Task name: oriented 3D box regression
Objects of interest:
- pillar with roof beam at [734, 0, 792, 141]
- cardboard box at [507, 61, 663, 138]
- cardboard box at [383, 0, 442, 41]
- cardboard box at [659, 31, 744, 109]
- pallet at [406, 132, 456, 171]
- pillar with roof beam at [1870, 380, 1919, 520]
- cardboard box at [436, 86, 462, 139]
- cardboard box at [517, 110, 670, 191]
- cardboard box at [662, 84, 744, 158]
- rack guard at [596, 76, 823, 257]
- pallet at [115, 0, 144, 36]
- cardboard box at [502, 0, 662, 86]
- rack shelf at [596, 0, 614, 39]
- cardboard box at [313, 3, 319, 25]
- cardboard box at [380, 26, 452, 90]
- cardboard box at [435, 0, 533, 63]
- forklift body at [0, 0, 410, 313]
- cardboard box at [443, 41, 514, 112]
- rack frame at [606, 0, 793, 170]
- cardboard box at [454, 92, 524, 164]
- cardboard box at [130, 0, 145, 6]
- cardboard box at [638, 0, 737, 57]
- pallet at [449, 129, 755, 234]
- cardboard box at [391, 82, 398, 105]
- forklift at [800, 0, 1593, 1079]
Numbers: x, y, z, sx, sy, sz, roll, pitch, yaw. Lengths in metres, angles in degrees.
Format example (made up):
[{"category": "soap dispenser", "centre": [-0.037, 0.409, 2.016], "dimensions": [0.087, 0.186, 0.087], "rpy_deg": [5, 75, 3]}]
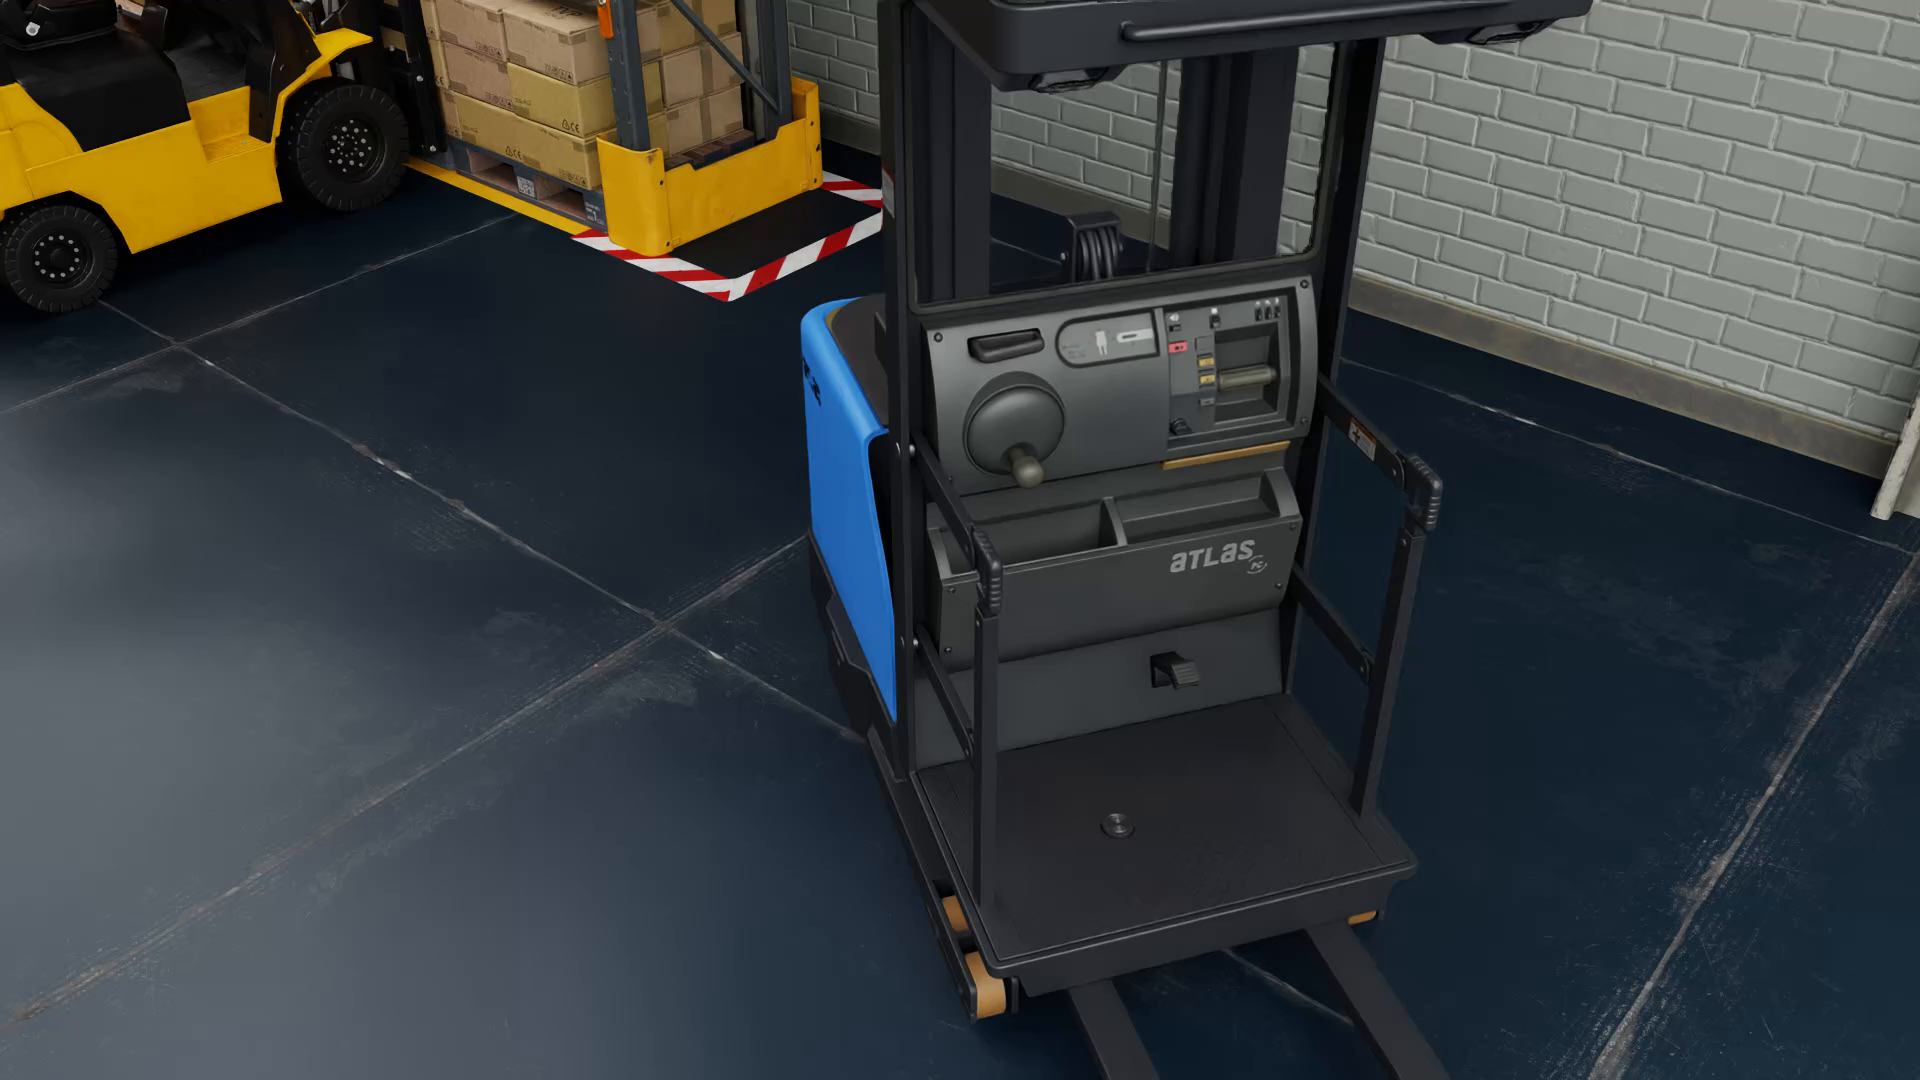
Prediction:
[{"category": "pillar with roof beam", "centre": [-3.899, -4.094, 3.762], "dimensions": [0.400, 9.000, 9.100], "rpy_deg": [25, 42, 32]}, {"category": "cardboard box", "centre": [-1.760, -2.135, 7.826], "dimensions": [0.500, 0.250, 0.500], "rpy_deg": [25, 41, 31]}, {"category": "cardboard box", "centre": [-2.530, -2.693, 8.196], "dimensions": [0.500, 0.250, 0.500], "rpy_deg": [26, 42, 32]}, {"category": "cardboard box", "centre": [-1.415, -2.356, 8.147], "dimensions": [0.500, 0.250, 0.500], "rpy_deg": [26, 42, 33]}, {"category": "pallet", "centre": [-2.734, -2.401, 9.059], "dimensions": [1.213, 0.211, 1.003], "rpy_deg": [25, 42, 32]}, {"category": "pillar with roof beam", "centre": [0.712, -1.920, 0.597], "dimensions": [0.400, 9.000, 9.100], "rpy_deg": [25, 42, 32]}, {"category": "cardboard box", "centre": [-2.504, -2.291, 8.494], "dimensions": [0.500, 0.250, 0.500], "rpy_deg": [26, 42, 32]}, {"category": "cardboard box", "centre": [-1.750, -1.922, 7.956], "dimensions": [0.500, 0.250, 0.500], "rpy_deg": [26, 42, 32]}, {"category": "cardboard box", "centre": [-1.439, -2.152, 8.292], "dimensions": [0.500, 0.250, 0.500], "rpy_deg": [25, 42, 32]}, {"category": "rack guard", "centre": [-1.168, -1.810, 7.944], "dimensions": [0.348, 0.500, 1.175], "rpy_deg": [25, 42, 32]}, {"category": "pallet", "centre": [-4.852, -3.399, 10.512], "dimensions": [1.213, 0.211, 1.003], "rpy_deg": [25, 42, 32]}, {"category": "cardboard box", "centre": [-1.740, -2.332, 7.671], "dimensions": [0.500, 0.250, 0.500], "rpy_deg": [27, 43, 33]}, {"category": "rack shelf", "centre": [-2.723, -3.277, 8.508], "dimensions": [4.000, 0.370, 1.077], "rpy_deg": [25, 42, 32]}, {"category": "cardboard box", "centre": [-3.319, -2.866, 8.889], "dimensions": [0.500, 0.250, 0.500], "rpy_deg": [25, 42, 31]}, {"category": "cardboard box", "centre": [-2.549, -2.499, 8.356], "dimensions": [0.500, 0.250, 0.500], "rpy_deg": [24, 41, 31]}, {"category": "cardboard box", "centre": [-2.136, -2.515, 7.937], "dimensions": [0.500, 0.250, 0.500], "rpy_deg": [26, 42, 33]}, {"category": "forklift body", "centre": [-3.811, -2.393, 7.334], "dimensions": [1.214, 2.155, 2.313], "rpy_deg": [25, 42, 32]}, {"category": "cardboard box", "centre": [-2.139, -2.322, 8.097], "dimensions": [0.500, 0.250, 0.500], "rpy_deg": [25, 42, 31]}, {"category": "rack frame", "centre": [-1.186, -2.849, 7.249], "dimensions": [0.127, 3.000, 1.000], "rpy_deg": [25, 42, 32]}, {"category": "cardboard box", "centre": [-2.126, -2.106, 8.225], "dimensions": [0.500, 0.250, 0.500], "rpy_deg": [25, 42, 32]}, {"category": "cardboard box", "centre": [-4.669, -3.676, 10.180], "dimensions": [0.625, 0.625, 0.875], "rpy_deg": [27, 43, 34]}, {"category": "cardboard box", "centre": [-1.435, -2.558, 7.999], "dimensions": [0.500, 0.250, 0.500], "rpy_deg": [25, 41, 31]}, {"category": "pallet", "centre": [-1.801, -1.959, 8.415], "dimensions": [1.213, 0.211, 1.003], "rpy_deg": [25, 42, 32]}, {"category": "cardboard box", "centre": [-2.918, -2.469, 8.754], "dimensions": [0.500, 0.250, 0.500], "rpy_deg": [27, 43, 33]}, {"category": "forklift", "centre": [0.446, -0.300, 3.598], "dimensions": [1.130, 2.935, 3.031], "rpy_deg": [-10, 36, -14]}]
